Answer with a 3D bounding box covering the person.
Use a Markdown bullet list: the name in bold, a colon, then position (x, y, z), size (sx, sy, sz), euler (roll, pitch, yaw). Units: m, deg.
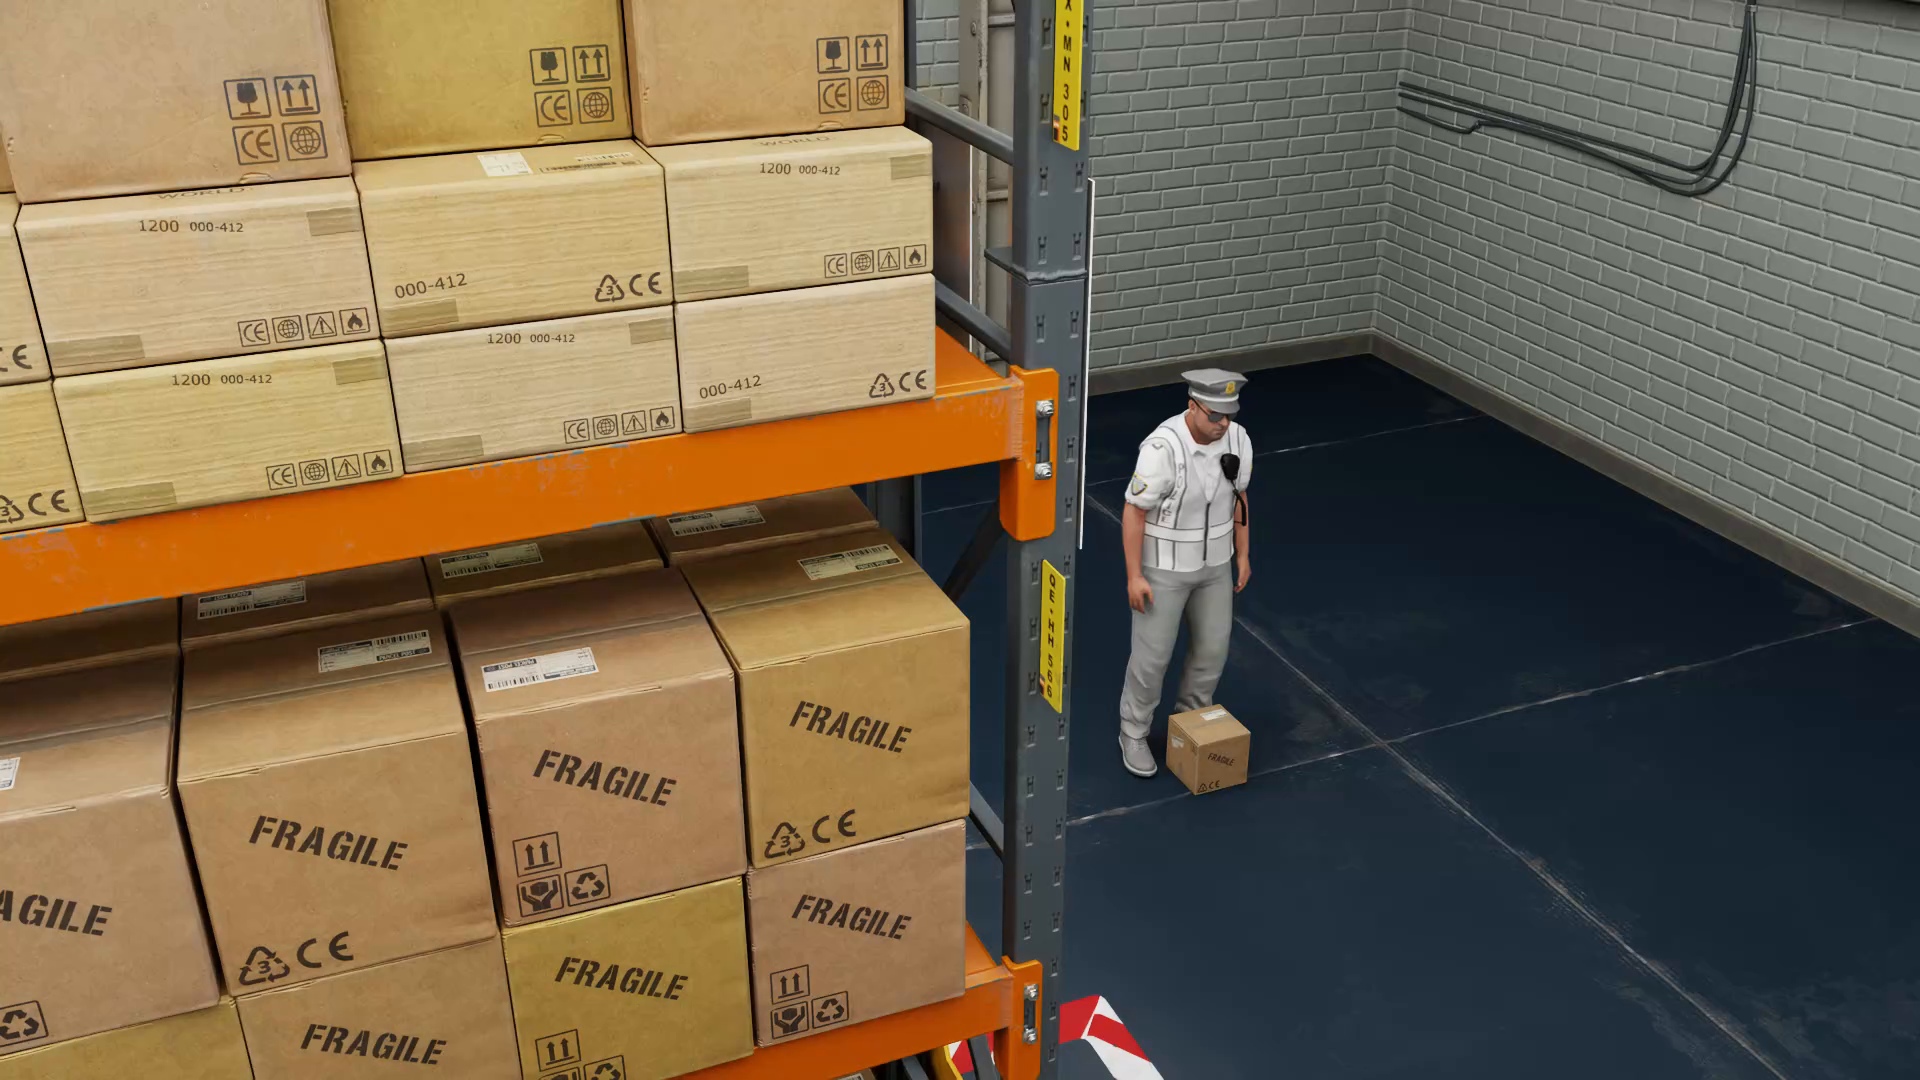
- **person**: position (0.940, 0.104, 6.888), size (0.593, 1.748, 0.467), euler (-11, 28, -22)
